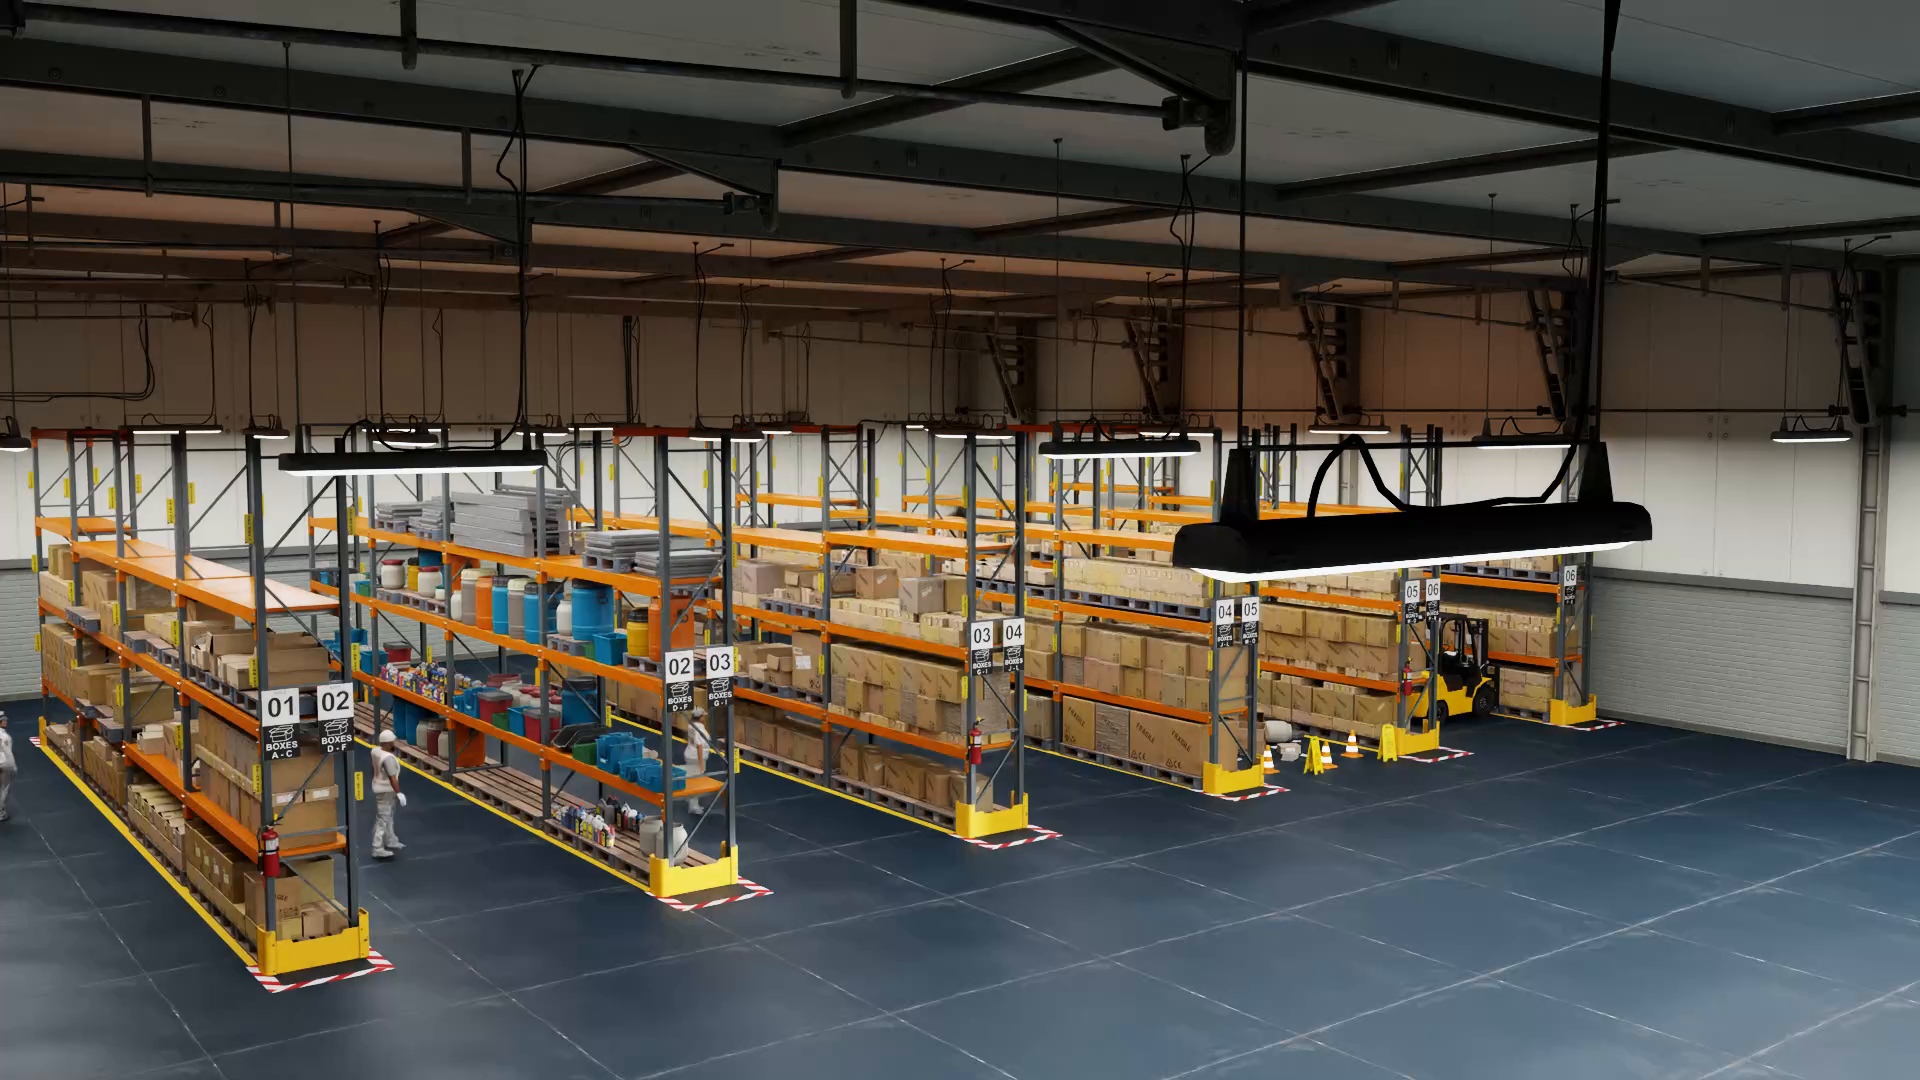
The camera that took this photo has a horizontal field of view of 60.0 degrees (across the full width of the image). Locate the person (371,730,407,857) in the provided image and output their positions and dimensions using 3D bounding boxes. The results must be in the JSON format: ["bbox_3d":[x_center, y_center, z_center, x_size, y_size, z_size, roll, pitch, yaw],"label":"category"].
[{"bbox_3d":[-8.162,3.594,23.712,0.530,1.818,0.674,-2,5,-26],"label":"person"}]

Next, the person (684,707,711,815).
[{"bbox_3d":[-4.118,3.455,26.108,0.400,1.669,0.584,-2,5,-20],"label":"person"}]

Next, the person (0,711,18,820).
[{"bbox_3d":[-14.784,3.470,25.637,0.502,1.699,0.423,0,4,-1],"label":"person"}]
